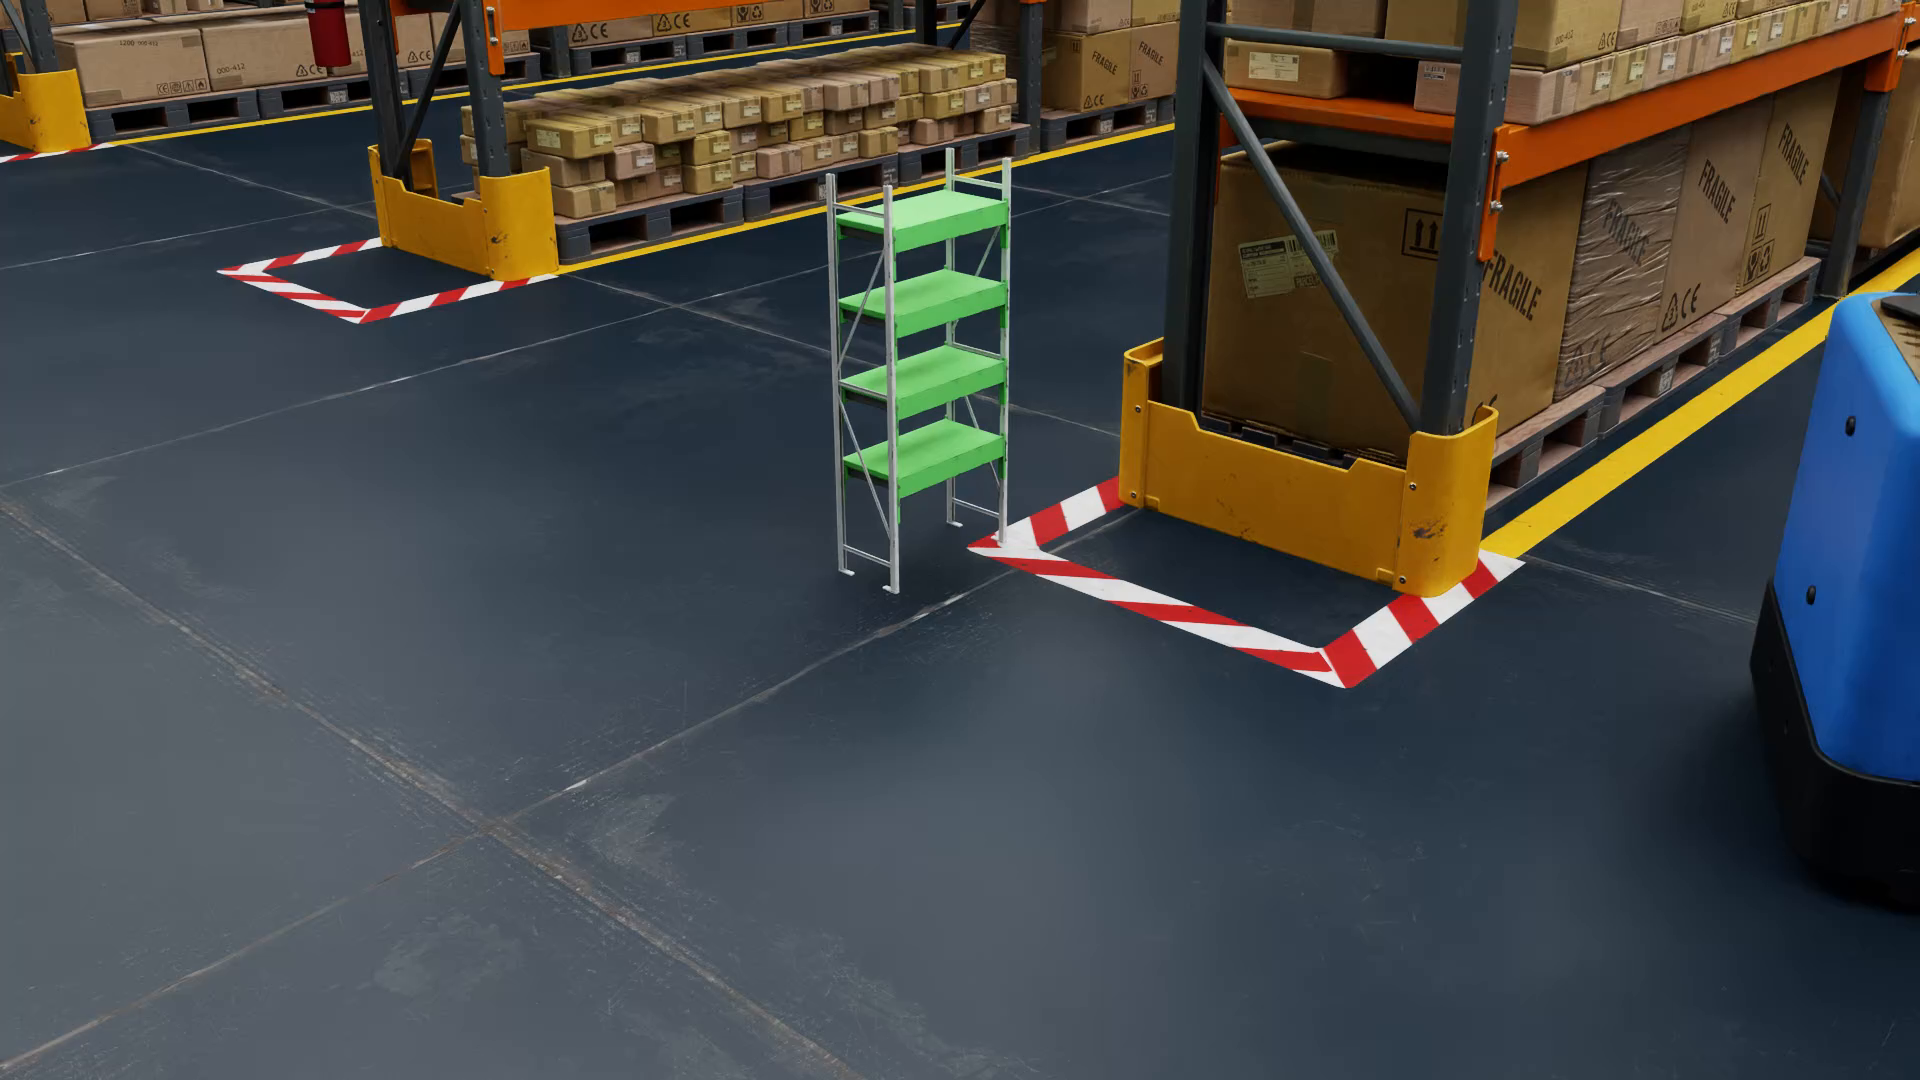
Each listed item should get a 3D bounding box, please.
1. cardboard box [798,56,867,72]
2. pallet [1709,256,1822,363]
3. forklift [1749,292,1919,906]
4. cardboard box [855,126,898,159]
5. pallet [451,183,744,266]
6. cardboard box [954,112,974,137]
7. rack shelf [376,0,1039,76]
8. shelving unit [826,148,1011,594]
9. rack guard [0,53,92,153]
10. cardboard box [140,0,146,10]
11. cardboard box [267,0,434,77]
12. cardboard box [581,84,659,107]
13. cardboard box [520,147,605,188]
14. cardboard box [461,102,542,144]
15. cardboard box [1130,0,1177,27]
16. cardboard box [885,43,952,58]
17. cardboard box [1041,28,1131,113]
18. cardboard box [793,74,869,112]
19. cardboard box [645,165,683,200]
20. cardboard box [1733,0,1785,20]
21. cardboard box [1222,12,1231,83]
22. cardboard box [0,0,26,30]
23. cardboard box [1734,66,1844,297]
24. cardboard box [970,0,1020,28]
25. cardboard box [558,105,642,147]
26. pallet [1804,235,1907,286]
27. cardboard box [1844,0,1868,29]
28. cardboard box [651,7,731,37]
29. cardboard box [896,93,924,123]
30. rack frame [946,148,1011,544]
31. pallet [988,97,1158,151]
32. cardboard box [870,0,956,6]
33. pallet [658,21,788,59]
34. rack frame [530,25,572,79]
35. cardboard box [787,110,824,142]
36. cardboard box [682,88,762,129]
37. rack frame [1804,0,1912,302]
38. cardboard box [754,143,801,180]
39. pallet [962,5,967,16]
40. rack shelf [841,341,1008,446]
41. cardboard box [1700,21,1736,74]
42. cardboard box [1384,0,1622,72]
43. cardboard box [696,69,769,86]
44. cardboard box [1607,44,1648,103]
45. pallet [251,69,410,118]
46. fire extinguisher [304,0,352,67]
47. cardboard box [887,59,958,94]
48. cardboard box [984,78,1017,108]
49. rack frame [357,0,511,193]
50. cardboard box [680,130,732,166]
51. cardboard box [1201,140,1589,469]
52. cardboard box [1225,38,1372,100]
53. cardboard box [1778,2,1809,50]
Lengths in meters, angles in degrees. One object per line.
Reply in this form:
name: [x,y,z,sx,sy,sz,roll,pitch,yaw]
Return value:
cardboard box: [-0.790,-2.881,10.253,0.380,0.149,0.250,19,30,36]
pallet: [3.172,-1.143,7.542,1.003,0.211,1.213,20,31,38]
forklift: [3.372,-0.588,2.979,3.031,2.935,1.130,8,25,16]
cardboard box: [-0.587,-2.374,9.849,0.380,0.149,0.250,20,31,37]
pallet: [-1.939,-1.781,8.964,1.003,0.211,1.213,20,31,38]
cardboard box: [-0.132,-2.633,10.427,0.380,0.149,0.250,21,32,39]
rack shelf: [-1.223,-3.073,9.318,1.077,0.370,4.000,20,31,38]
shelving unit: [-0.111,-0.497,4.892,0.258,1.200,0.503,20,31,38]
rack guard: [-6.328,-2.965,11.252,1.175,0.500,0.348,20,31,38]
cardboard box: [-8.248,-5.308,16.393,0.380,0.149,0.250,20,31,37]
cardboard box: [-4.738,-3.919,12.944,0.875,0.438,0.875,19,30,36]
cardboard box: [-1.885,-2.421,9.228,0.380,0.149,0.250,19,30,36]
cardboard box: [-2.017,-1.908,8.448,0.380,0.149,0.250,22,32,40]
cardboard box: [-2.394,-2.185,8.701,0.380,0.149,0.250,21,31,38]
cardboard box: [1.155,-3.720,11.506,0.500,0.250,0.500,21,32,39]
cardboard box: [-0.273,-3.125,10.797,0.380,0.149,0.250,22,32,40]
cardboard box: [0.802,-3.215,11.296,0.500,0.500,0.500,22,32,39]
cardboard box: [-0.748,-2.576,9.574,0.380,0.149,0.250,19,30,36]
cardboard box: [-1.696,-1.935,8.870,0.380,0.149,0.250,21,31,38]
cardboard box: [2.614,-2.020,5.908,0.500,0.250,0.500,19,31,37]
cardboard box: [1.846,-3.686,12.347,0.500,0.500,0.500,18,30,35]
cardboard box: [-8.933,-4.929,15.118,0.700,0.500,0.500,22,32,40]
cardboard box: [3.237,-1.669,7.389,0.875,0.875,0.875,20,31,38]
cardboard box: [0.420,-3.700,11.462,0.500,0.250,0.500,19,30,36]
cardboard box: [-1.861,-2.138,8.597,0.380,0.149,0.250,21,31,38]
pallet: [4.196,-1.609,8.581,1.003,0.211,1.213,20,31,38]
cardboard box: [3.435,-2.172,6.736,0.380,0.149,0.250,20,31,37]
cardboard box: [-2.691,-5.042,14.913,0.875,0.875,0.875,21,32,39]
cardboard box: [-0.440,-2.633,10.063,0.380,0.149,0.250,20,31,38]
rack frame: [0.052,-0.571,5.058,0.240,1.200,0.015,20,31,38]
pallet: [0.630,-2.976,11.630,1.003,0.211,1.213,20,31,38]
cardboard box: [-0.588,-5.713,17.023,0.950,0.372,0.625,18,30,34]
pallet: [-2.369,-4.689,15.449,1.003,0.211,1.213,20,31,38]
rack frame: [-3.642,-5.332,13.475,1.000,3.000,0.127,20,31,38]
cardboard box: [-0.999,-2.404,9.553,0.380,0.149,0.250,22,32,40]
cardboard box: [-1.302,-2.360,9.092,0.380,0.149,0.250,22,32,39]
rack frame: [3.738,-2.626,7.440,1.000,3.000,0.127,20,31,38]
cardboard box: [-1.113,-2.139,9.325,0.380,0.149,0.250,18,30,35]
pallet: [0.364,-5.886,18.119,1.003,0.211,1.213,20,31,38]
rack shelf: [-0.111,-0.439,4.918,0.258,0.148,0.480,20,31,38]
cardboard box: [2.407,-1.703,5.689,0.380,0.149,0.250,20,31,37]
cardboard box: [1.589,-1.547,4.854,0.500,0.250,0.500,19,30,36]
cardboard box: [-1.335,-2.656,9.751,0.380,0.149,0.250,20,31,38]
cardboard box: [1.891,-1.467,5.163,0.380,0.149,0.250,19,31,36]
pallet: [-5.022,-3.476,12.744,1.003,0.211,1.213,20,31,38]
fire extinguisher: [-3.070,-2.636,8.013,0.296,0.674,0.183,20,31,38]
cardboard box: [-0.234,-2.827,10.134,0.380,0.149,0.250,20,31,37]
cardboard box: [0.138,-2.855,10.558,0.380,0.149,0.250,21,32,39]
rack frame: [-2.558,-2.792,7.811,1.000,3.000,0.127,20,31,38]
cardboard box: [-1.443,-2.124,8.928,0.380,0.149,0.250,21,32,39]
cardboard box: [1.435,-0.846,5.555,0.875,0.875,0.875,20,31,38]
cardboard box: [1.060,-1.491,5.216,0.380,0.149,0.250,21,32,38]
cardboard box: [2.921,-1.937,6.211,0.380,0.149,0.250,20,31,37]
